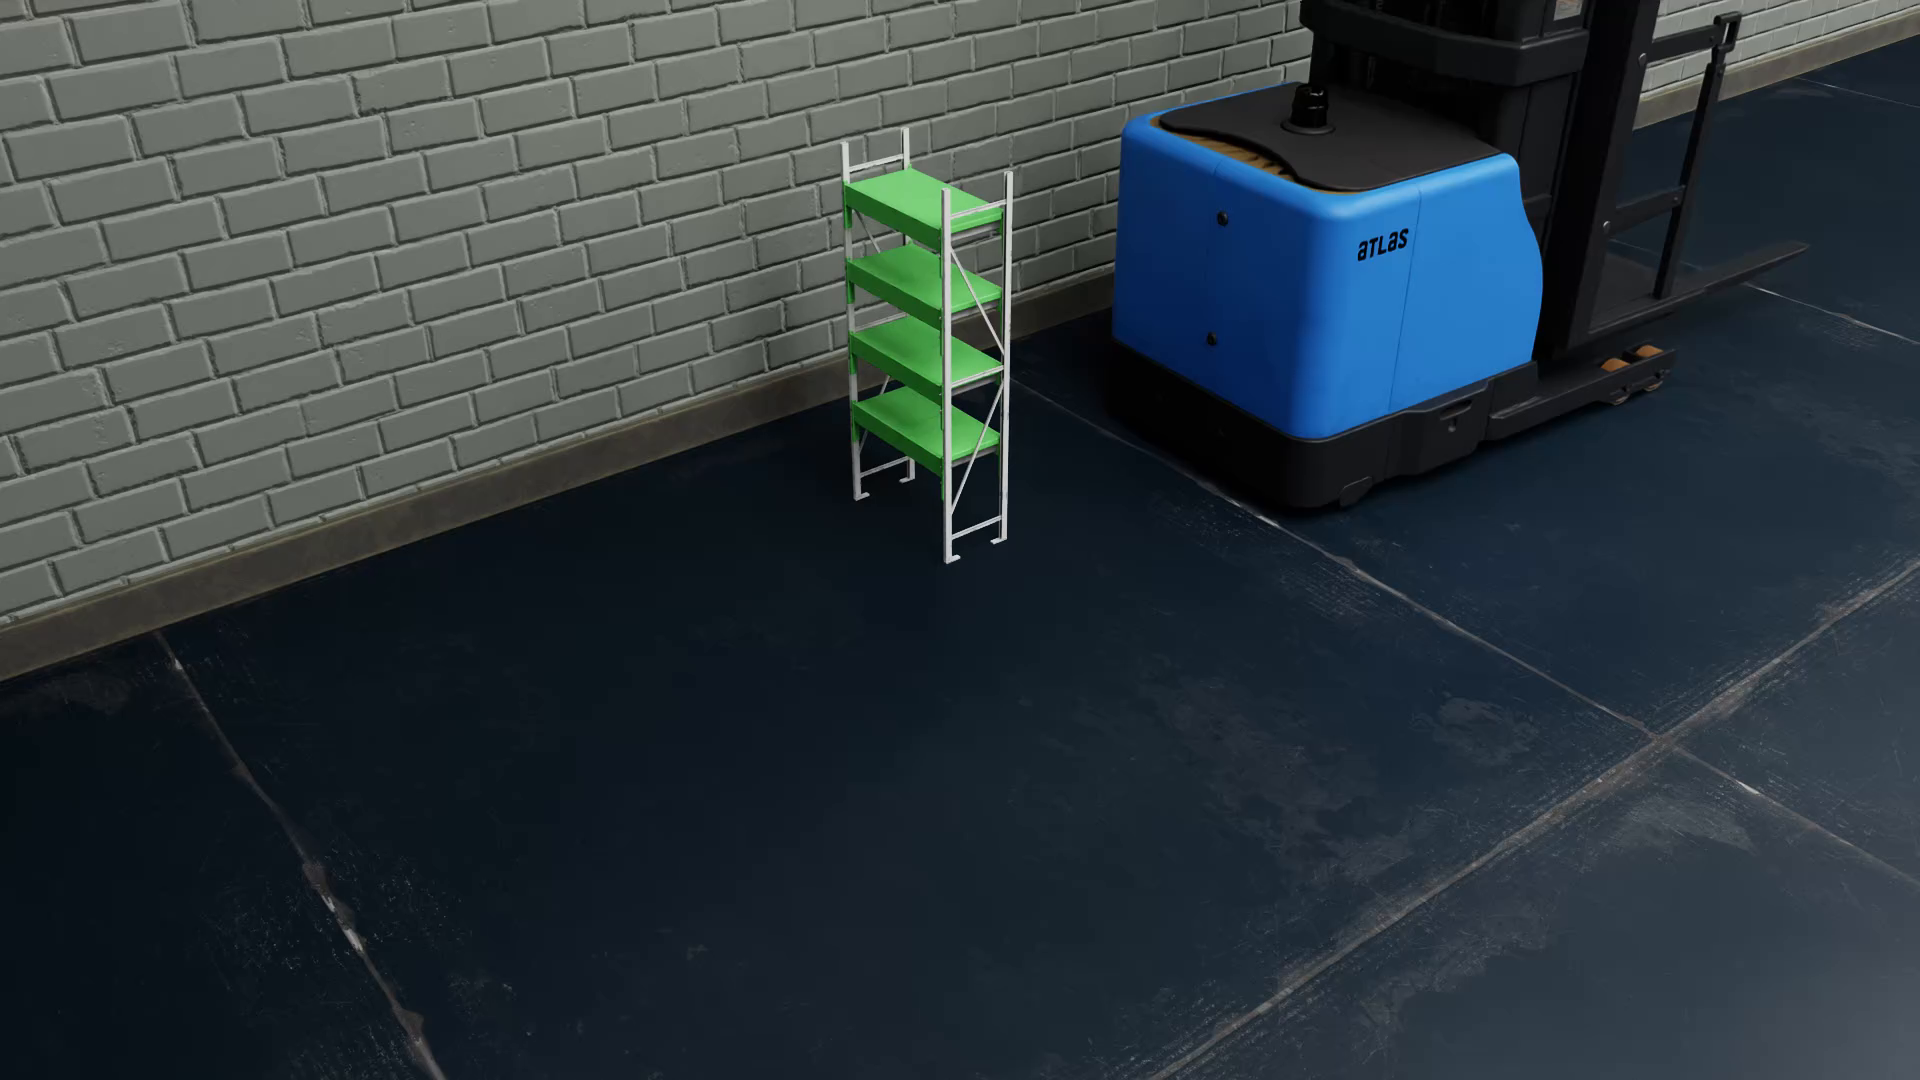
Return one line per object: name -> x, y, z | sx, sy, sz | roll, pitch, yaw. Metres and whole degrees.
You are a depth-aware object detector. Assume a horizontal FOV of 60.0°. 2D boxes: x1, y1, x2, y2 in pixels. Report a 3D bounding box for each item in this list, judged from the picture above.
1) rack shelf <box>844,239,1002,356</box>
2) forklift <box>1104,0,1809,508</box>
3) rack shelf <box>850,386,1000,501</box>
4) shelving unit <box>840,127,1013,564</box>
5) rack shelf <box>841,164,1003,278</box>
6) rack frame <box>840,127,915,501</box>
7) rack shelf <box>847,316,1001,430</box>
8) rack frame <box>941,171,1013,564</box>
rack shelf -> -0.101, -0.728, 4.952 | 0.258, 0.148, 0.480 | -22, 38, -31
forklift -> 2.018, -1.944, 5.603 | 3.031, 2.935, 1.130 | -20, 37, -29
rack shelf -> -0.101, -0.321, 5.205 | 0.258, 0.148, 0.480 | -22, 38, -31
shelving unit -> -0.101, -0.579, 5.045 | 0.258, 1.200, 0.503 | -22, 38, -31
rack shelf -> -0.101, -0.932, 4.825 | 0.258, 0.148, 0.480 | -22, 38, -31
rack frame -> -0.251, -0.680, 5.208 | 0.240, 1.200, 0.015 | -22, 38, -31
rack shelf -> -0.101, -0.524, 5.078 | 0.258, 0.148, 0.480 | -22, 38, -31
rack frame -> 0.048, -0.477, 4.881 | 0.240, 1.200, 0.015 | -22, 38, -31
